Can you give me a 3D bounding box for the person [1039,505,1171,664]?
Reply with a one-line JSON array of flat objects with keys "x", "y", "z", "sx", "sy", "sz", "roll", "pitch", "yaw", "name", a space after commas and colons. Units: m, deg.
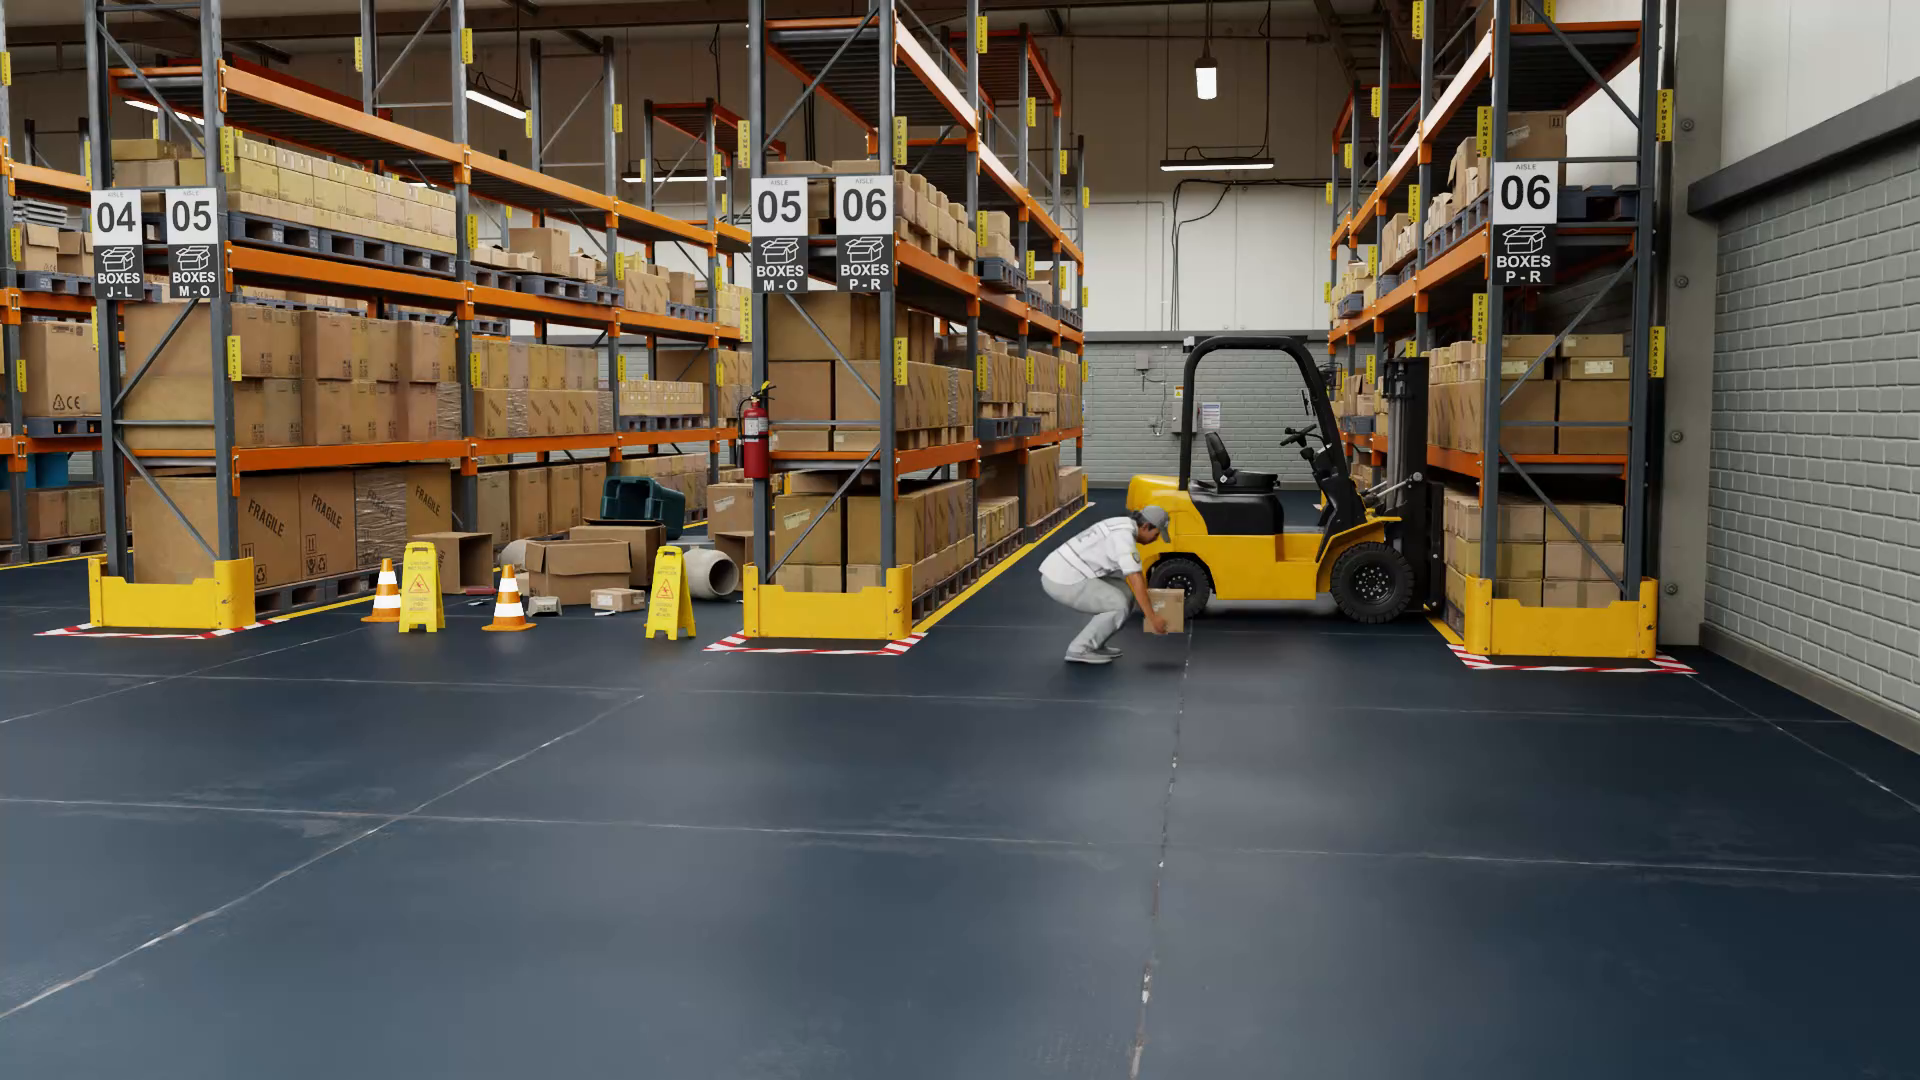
[{"x": 0.929, "y": 0.274, "z": 10.659, "sx": 0.835, "sy": 1.003, "sz": 0.528, "roll": 1, "pitch": 5, "yaw": 8, "name": "person"}]
